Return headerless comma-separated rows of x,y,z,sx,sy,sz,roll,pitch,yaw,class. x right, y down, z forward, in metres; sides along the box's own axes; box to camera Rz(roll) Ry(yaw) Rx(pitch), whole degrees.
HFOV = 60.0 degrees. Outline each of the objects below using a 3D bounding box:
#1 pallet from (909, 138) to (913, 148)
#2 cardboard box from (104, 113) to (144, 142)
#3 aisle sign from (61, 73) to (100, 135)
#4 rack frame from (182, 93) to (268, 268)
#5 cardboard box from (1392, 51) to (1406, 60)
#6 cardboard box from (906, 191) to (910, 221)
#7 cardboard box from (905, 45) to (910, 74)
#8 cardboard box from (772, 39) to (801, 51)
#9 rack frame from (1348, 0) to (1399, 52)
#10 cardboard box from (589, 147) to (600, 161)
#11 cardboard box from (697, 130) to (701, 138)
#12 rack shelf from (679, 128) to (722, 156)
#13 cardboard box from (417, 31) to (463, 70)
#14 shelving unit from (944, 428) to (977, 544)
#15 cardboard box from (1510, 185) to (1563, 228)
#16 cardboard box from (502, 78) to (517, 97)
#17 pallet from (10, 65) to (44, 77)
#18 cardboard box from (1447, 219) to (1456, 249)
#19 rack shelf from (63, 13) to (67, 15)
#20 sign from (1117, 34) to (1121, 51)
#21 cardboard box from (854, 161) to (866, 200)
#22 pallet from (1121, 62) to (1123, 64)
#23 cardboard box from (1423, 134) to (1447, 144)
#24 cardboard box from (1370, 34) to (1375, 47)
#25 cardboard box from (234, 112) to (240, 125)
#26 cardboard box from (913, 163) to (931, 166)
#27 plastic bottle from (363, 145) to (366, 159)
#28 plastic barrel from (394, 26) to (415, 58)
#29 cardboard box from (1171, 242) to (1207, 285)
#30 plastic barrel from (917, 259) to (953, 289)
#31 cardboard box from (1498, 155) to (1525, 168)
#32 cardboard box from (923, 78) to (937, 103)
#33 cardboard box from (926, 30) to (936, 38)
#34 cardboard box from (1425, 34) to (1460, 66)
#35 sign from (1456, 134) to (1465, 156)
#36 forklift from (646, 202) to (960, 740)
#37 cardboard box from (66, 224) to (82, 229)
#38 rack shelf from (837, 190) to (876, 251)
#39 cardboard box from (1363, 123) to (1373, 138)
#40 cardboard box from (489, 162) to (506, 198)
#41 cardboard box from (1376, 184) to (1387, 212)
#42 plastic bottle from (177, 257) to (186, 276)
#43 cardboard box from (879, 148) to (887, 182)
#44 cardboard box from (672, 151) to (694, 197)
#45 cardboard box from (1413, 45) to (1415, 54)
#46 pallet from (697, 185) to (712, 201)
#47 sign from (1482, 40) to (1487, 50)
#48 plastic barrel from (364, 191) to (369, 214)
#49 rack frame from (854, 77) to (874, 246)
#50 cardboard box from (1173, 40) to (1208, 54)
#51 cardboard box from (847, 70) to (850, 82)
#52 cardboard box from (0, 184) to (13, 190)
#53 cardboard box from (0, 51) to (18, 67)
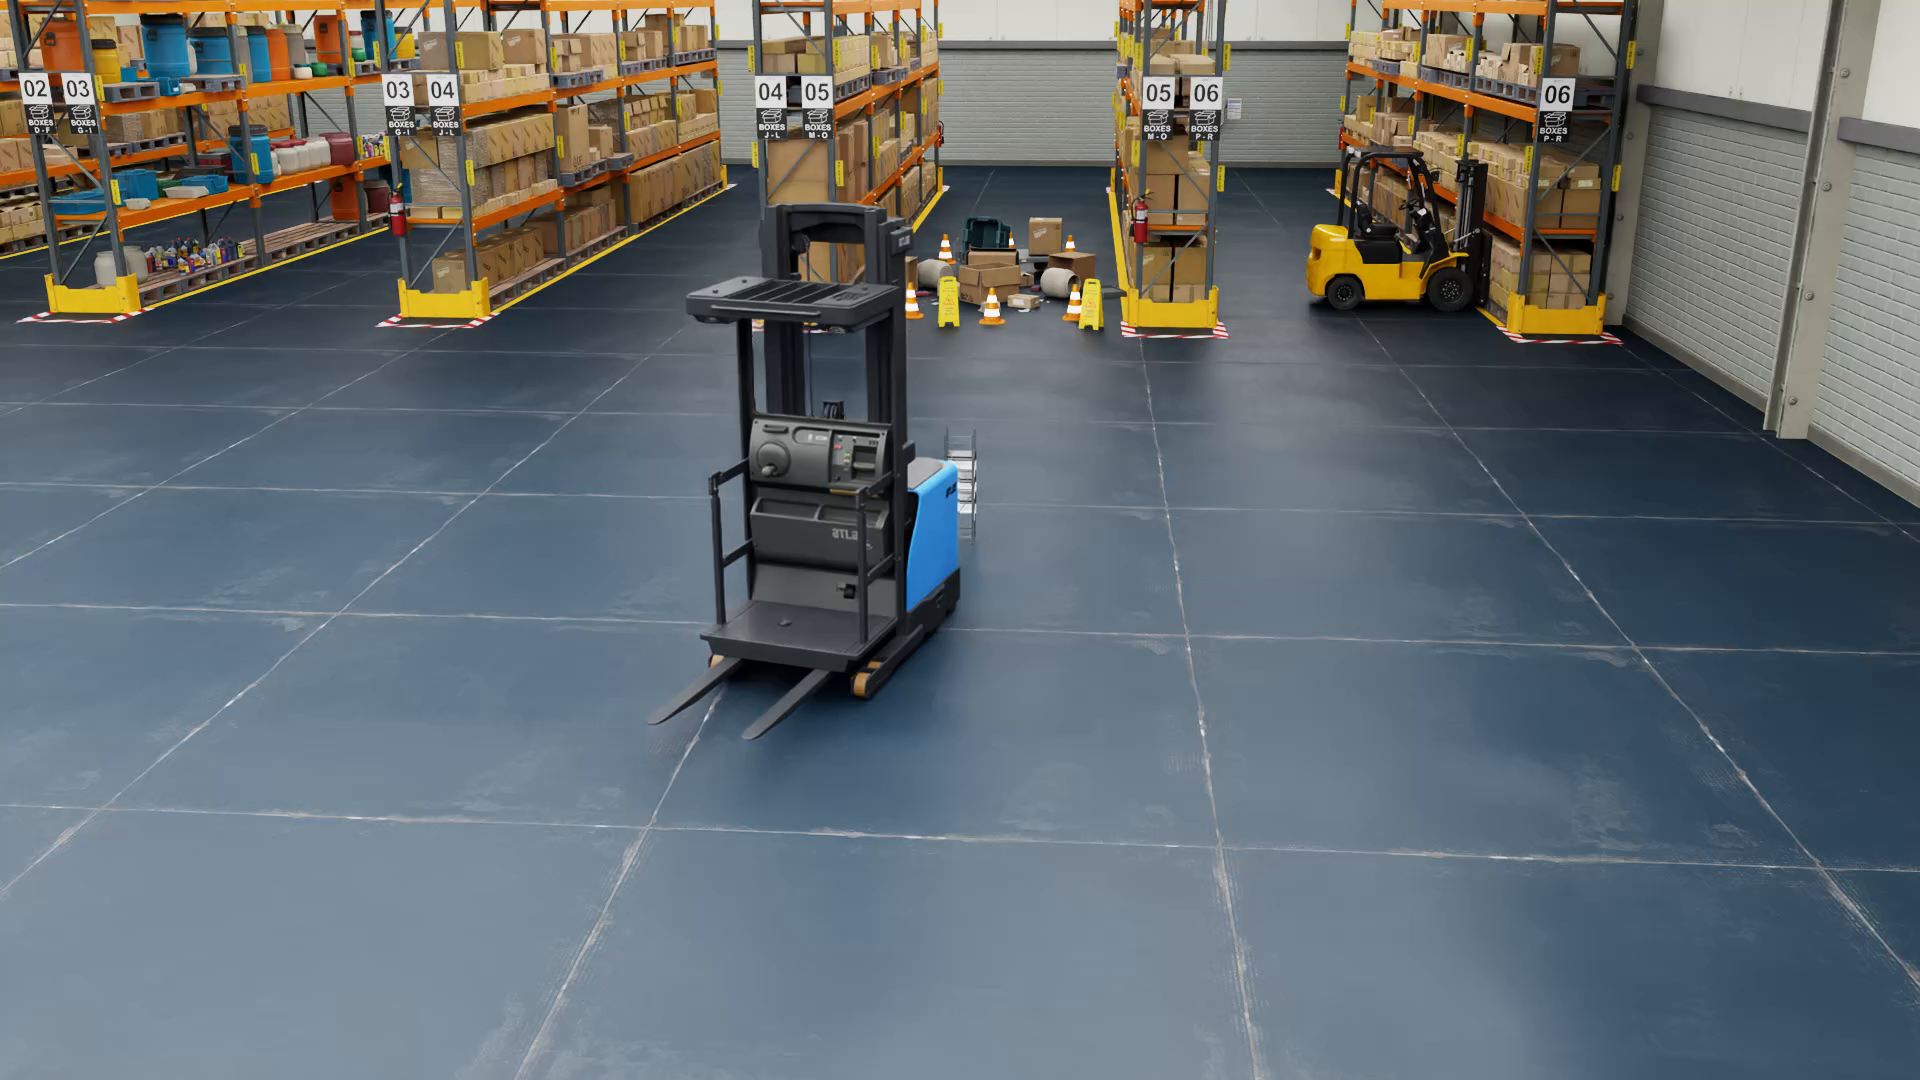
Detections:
-1.466,-7.751,32.568,1.003,0.211,1.213,1,18,4,pallet
-16.185,-7.923,31.951,0.700,0.500,0.500,5,19,14,cardboard box
-11.720,-5.808,22.156,0.394,0.787,0.004,1,18,4,aisle sign
-11.720,-5.844,26.441,1.000,3.000,0.127,1,18,4,rack frame
8.127,-8.878,30.453,0.380,0.149,0.250,2,18,5,cardboard box
-1.215,-6.216,30.915,0.500,0.500,0.500,1,18,5,cardboard box
-1.187,-8.789,30.450,0.500,0.500,0.500,1,18,4,cardboard box
-2.367,-6.708,22.549,0.380,0.149,0.250,1,18,4,cardboard box
8.916,-11.980,35.534,1.000,3.000,0.127,1,18,4,rack frame
-6.343,-6.588,28.251,0.396,0.266,0.258,1,18,2,cardboard box
-5.743,-8.667,35.461,0.380,0.149,0.250,1,18,2,cardboard box
-6.063,-8.497,35.694,1.077,0.370,4.000,1,18,4,rack shelf
-7.208,-6.830,23.192,0.500,0.500,0.500,1,18,4,cardboard box
0.001,-0.430,13.291,0.258,0.900,0.210,1,18,4,shelving unit
7.543,-4.366,21.771,0.500,0.500,0.500,1,18,3,cardboard box
-6.672,-6.465,23.760,0.500,0.250,0.500,2,18,6,cardboard box
-16.333,-8.321,29.486,1.213,0.211,1.003,2,18,6,pallet
8.082,-4.636,25.893,0.875,0.625,0.625,2,18,6,cardboard box
-20.885,-11.490,35.834,1.077,0.370,4.000,1,18,4,rack shelf
3.125,-9.718,32.487,0.100,0.325,0.005,1,18,4,sign
-1.871,-5.376,24.773,0.875,0.550,0.550,1,18,4,cardboard box
3.462,-8.639,30.456,1.003,0.211,1.213,2,18,6,pallet
8.015,-6.745,27.988,0.380,0.149,0.250,2,18,5,cardboard box
8.453,-9.940,33.085,0.500,0.250,0.500,1,18,3,cardboard box
-15.707,-8.955,35.773,0.500,0.500,0.500,1,18,4,cardboard box
-0.840,-8.199,36.576,0.380,0.149,0.250,2,18,5,cardboard box
-11.044,-7.188,30.748,0.097,0.271,0.097,0,18,0,plastic bottle
-11.009,-9.755,32.583,0.600,0.588,0.600,0,18,0,plastic barrel
3.153,-3.771,22.651,0.500,0.500,0.500,1,18,2,cardboard box
-0.391,-3.980,24.891,0.512,0.421,0.421,17,25,41,plastic barrel
7.576,-5.172,22.710,0.380,0.149,0.250,2,18,5,cardboard box
-0.764,-9.835,36.375,0.500,0.500,0.500,1,18,3,cardboard box
-0.710,-10.990,36.125,0.380,0.149,0.250,1,18,3,cardboard box
8.048,-8.145,27.651,0.500,0.500,0.500,1,18,4,cardboard box
7.514,-5.924,24.953,0.100,0.325,0.005,1,18,4,sign
-0.973,-0.543,10.374,1.130,2.935,3.031,6,19,19,forklift
-16.201,-5.762,29.932,0.500,0.250,0.500,1,18,3,cardboard box
-1.983,-4.628,23.886,1.077,0.370,4.000,1,18,4,rack shelf
8.444,-8.277,33.629,0.500,0.250,0.500,1,18,4,cardboard box
-7.004,-5.162,23.723,0.875,0.500,0.500,1,18,4,cardboard box
8.342,-6.588,32.052,0.500,0.500,0.500,1,18,3,cardboard box
-11.566,-4.070,24.703,0.097,0.271,0.097,0,18,0,plastic bottle
-1.460,-6.108,27.087,0.500,0.500,0.500,1,18,4,cardboard box
-6.079,-7.611,34.572,0.875,0.875,0.875,1,18,4,cardboard box
8.165,-8.606,29.176,0.380,0.149,0.250,1,18,2,cardboard box
-5.989,-7.507,35.995,1.003,0.211,1.213,1,18,4,pallet
8.896,-8.339,28.280,0.100,0.325,0.005,1,18,4,sign
-11.464,-6.433,31.560,0.421,0.512,0.421,0,18,0,plastic barrel
-1.840,-5.591,25.670,1.000,3.000,0.127,1,18,4,rack frame
3.572,-7.631,25.841,0.500,0.250,0.500,1,18,3,cardboard box
-1.710,-6.315,22.630,0.380,0.149,0.250,1,18,4,cardboard box
-20.872,-7.791,35.724,0.700,0.500,0.500,2,18,5,cardboard box
-16.422,-8.269,28.591,0.500,0.250,0.500,1,18,3,cardboard box
